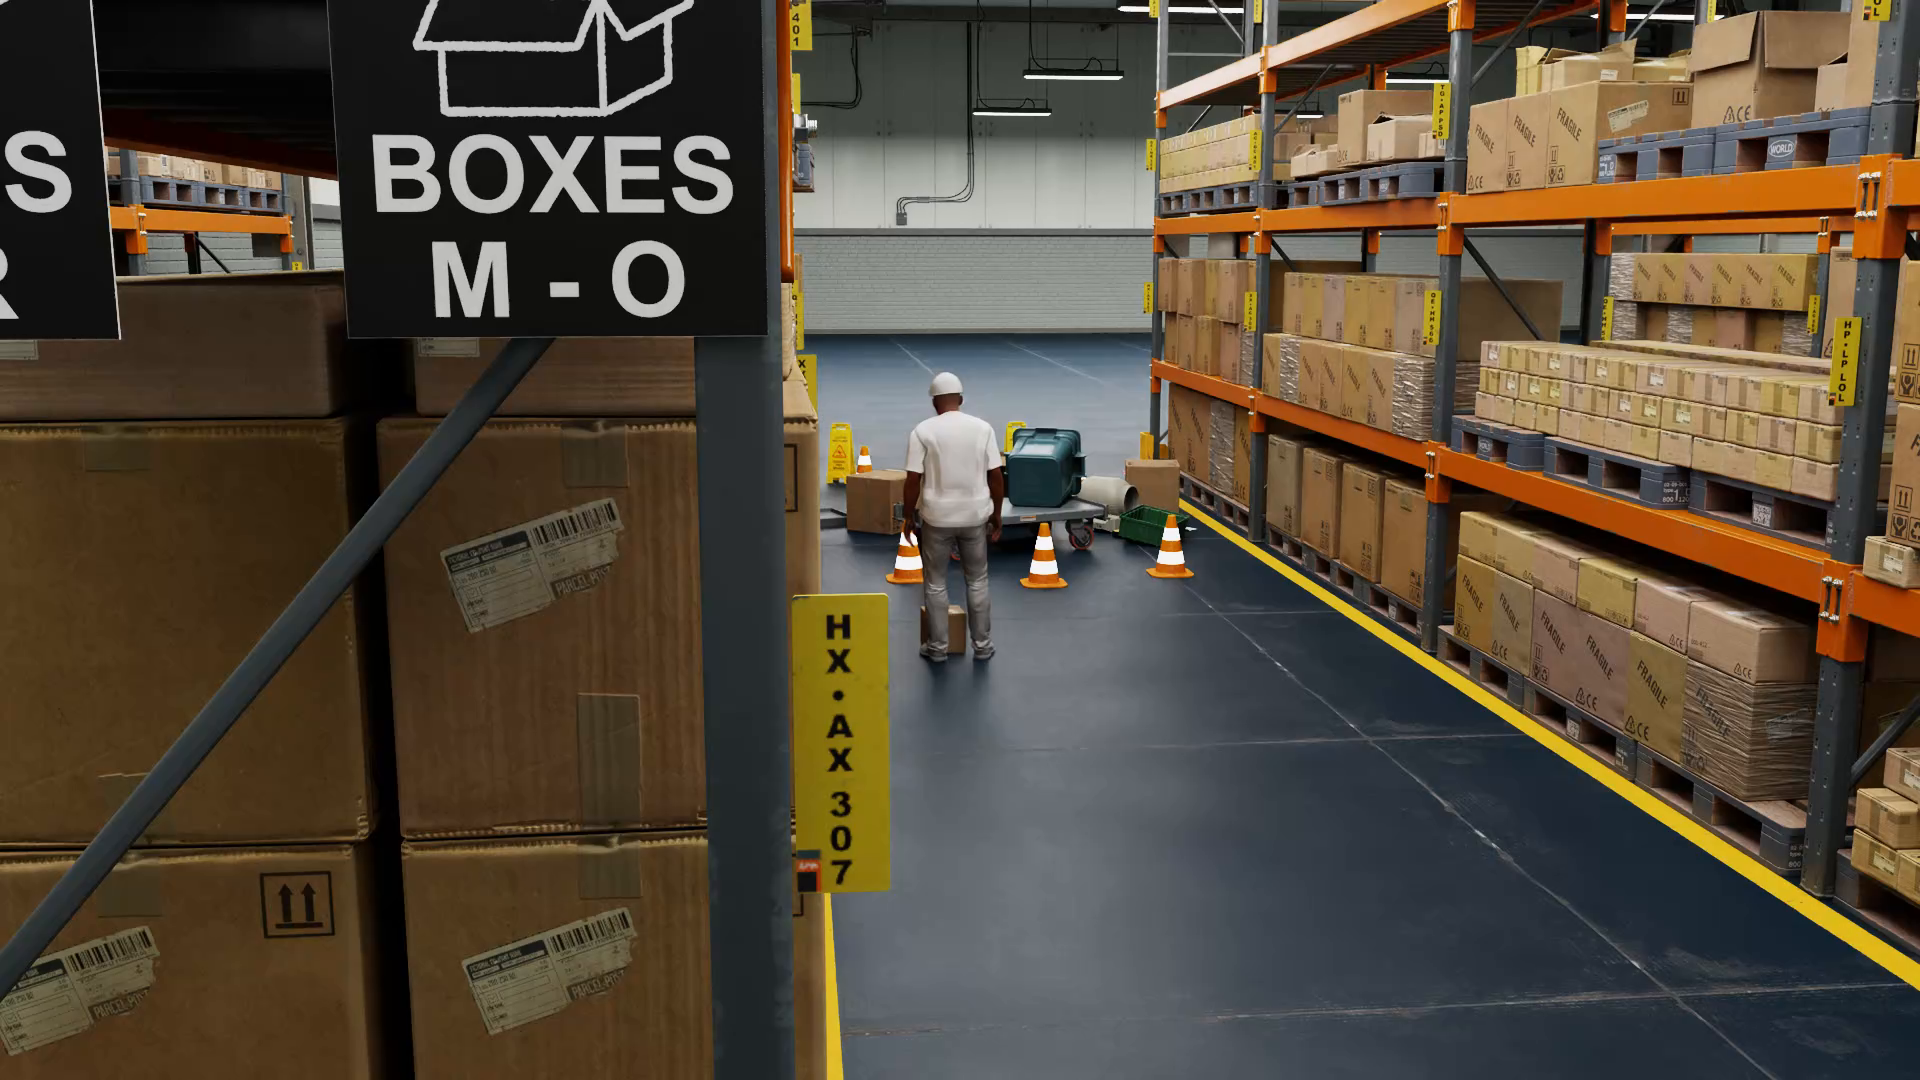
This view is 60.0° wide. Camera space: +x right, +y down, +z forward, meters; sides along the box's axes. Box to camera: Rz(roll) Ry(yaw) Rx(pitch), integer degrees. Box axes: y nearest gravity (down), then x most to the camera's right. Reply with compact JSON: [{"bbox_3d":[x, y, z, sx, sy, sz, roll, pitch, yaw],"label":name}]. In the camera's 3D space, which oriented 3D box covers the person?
[{"bbox_3d":[-0.045,-0.138,10.154,0.628,1.755,0.461,-2,10,-12],"label":"person"}]
